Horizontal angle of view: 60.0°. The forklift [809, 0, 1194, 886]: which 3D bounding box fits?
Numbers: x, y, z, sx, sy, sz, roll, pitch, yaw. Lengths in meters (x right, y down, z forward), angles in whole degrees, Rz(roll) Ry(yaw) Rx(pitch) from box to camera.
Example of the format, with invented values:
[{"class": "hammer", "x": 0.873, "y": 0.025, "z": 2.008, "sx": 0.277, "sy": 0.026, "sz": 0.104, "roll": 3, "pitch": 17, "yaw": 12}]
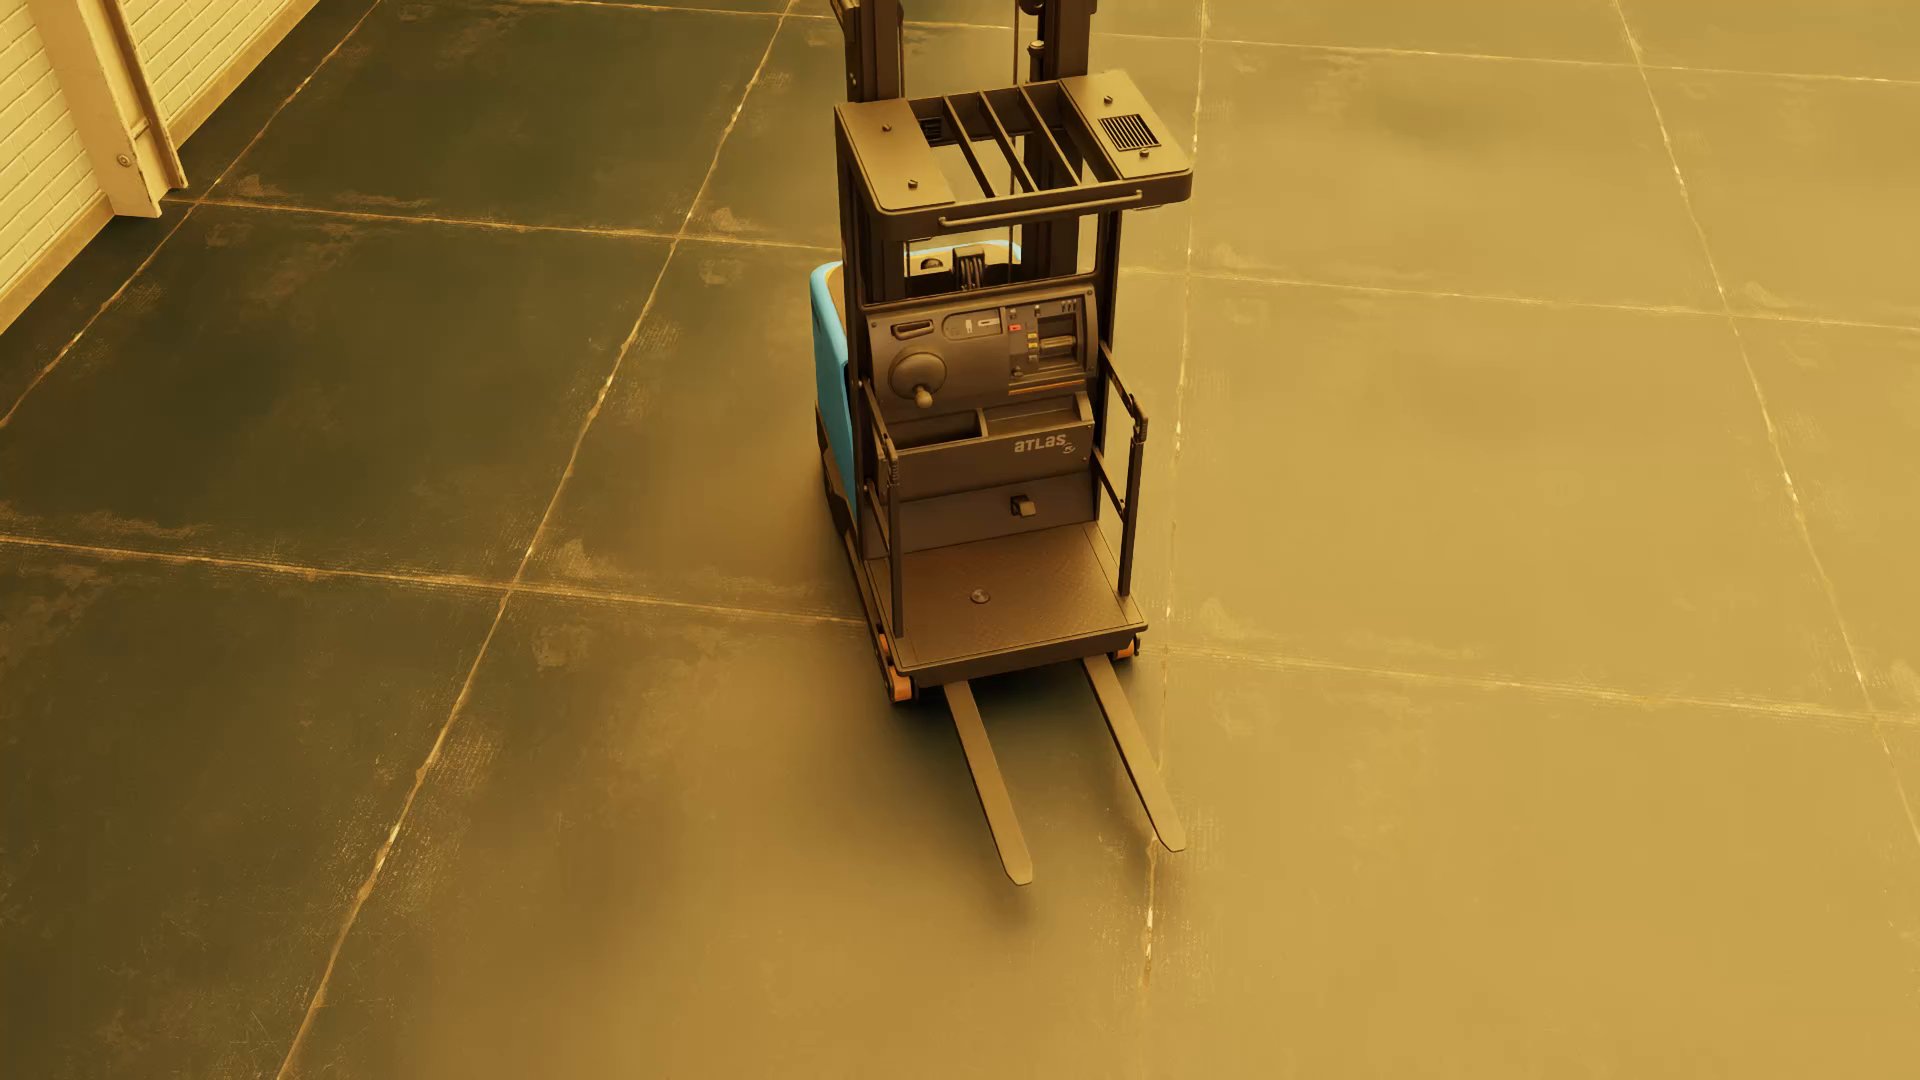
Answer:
[{"class": "forklift", "x": 0.153, "y": -0.681, "z": 6.465, "sx": 1.130, "sy": 2.935, "sz": 3.031, "roll": -10, "pitch": 44, "yaw": -11}]
